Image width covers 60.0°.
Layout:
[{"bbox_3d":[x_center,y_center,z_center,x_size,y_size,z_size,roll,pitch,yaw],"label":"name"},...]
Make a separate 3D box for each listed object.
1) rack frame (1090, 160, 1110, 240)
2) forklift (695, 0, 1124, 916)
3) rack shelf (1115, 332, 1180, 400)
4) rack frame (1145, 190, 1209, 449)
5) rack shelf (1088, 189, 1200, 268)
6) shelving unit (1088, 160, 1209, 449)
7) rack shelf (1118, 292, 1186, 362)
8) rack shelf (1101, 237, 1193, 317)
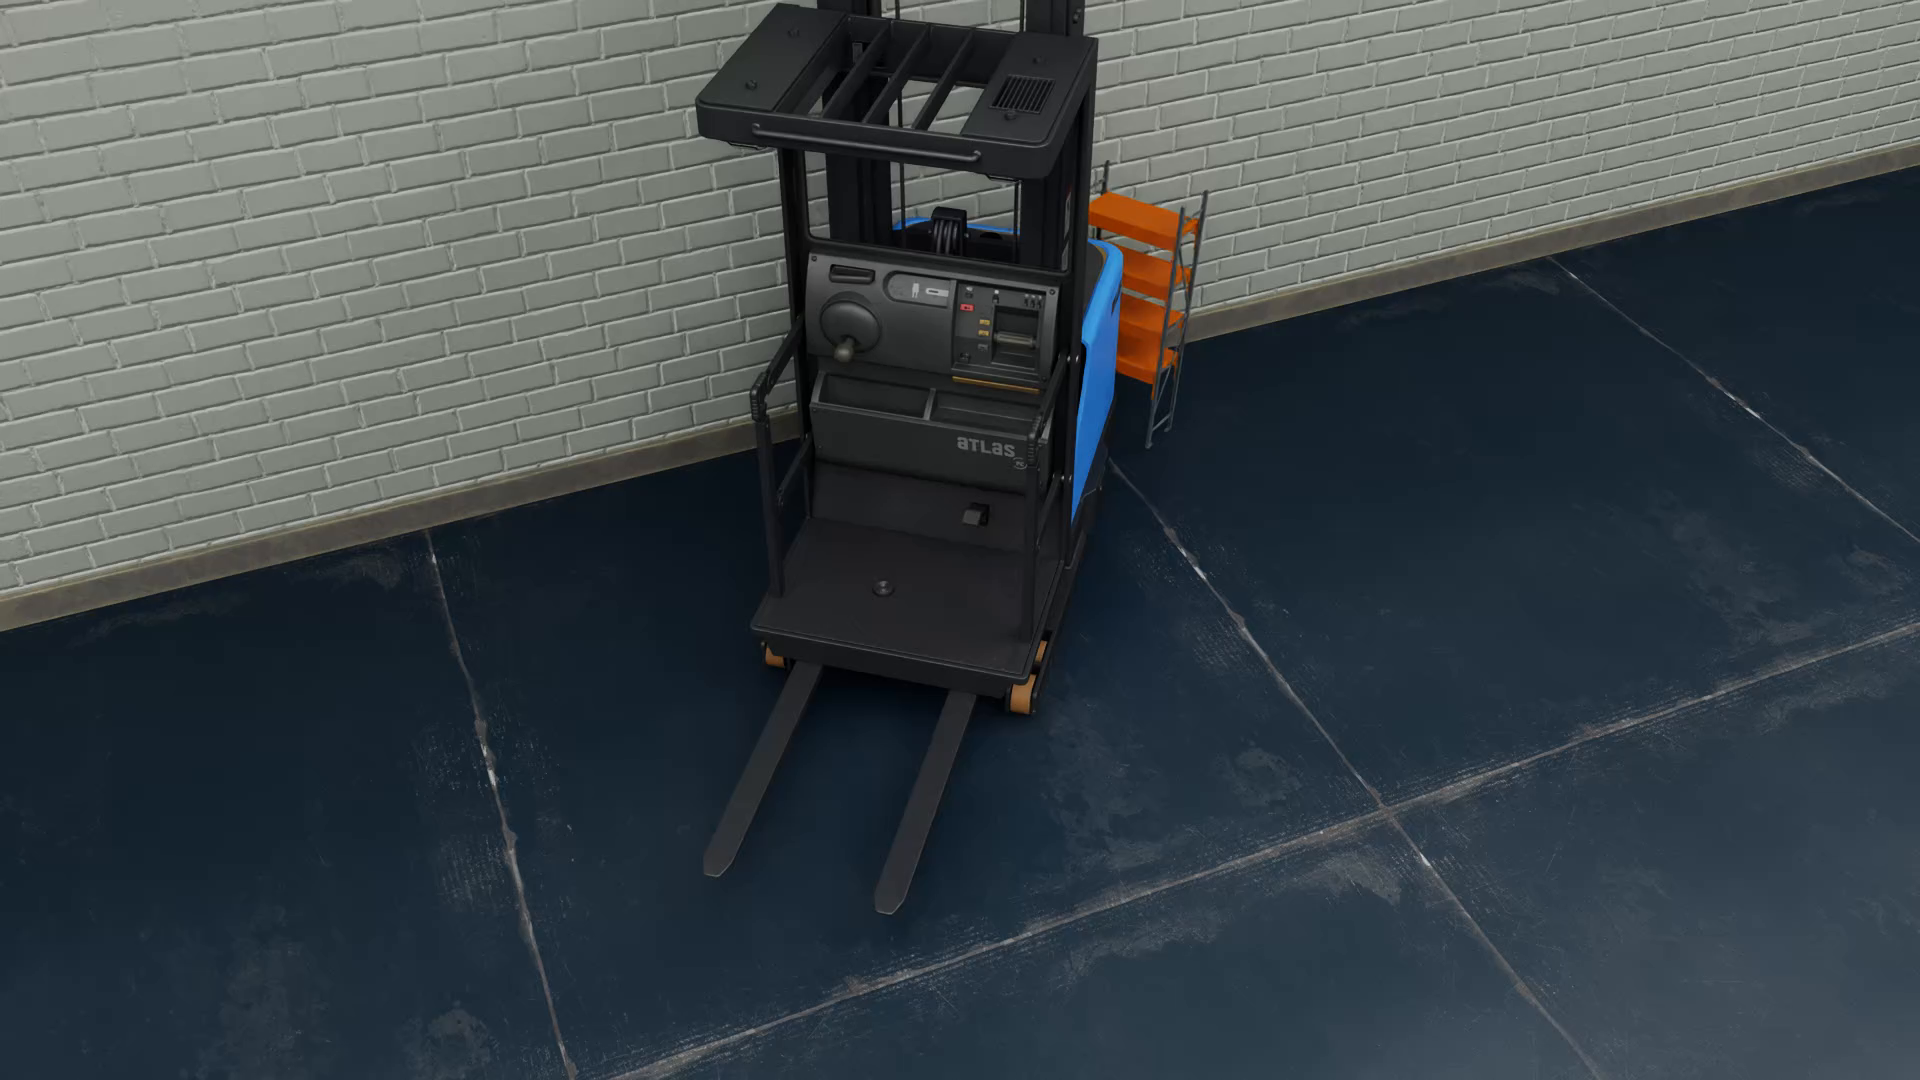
[{"bbox_3d":[0.558,-1.141,7.638,0.015,1.200,0.240,23,39,25],"label":"rack frame"},{"bbox_3d":[-0.159,-0.717,5.836,1.130,2.935,3.031,10,42,11],"label":"forklift"},{"bbox_3d":[0.745,-0.837,7.690,0.480,0.148,0.258,23,39,25],"label":"rack shelf"},{"bbox_3d":[0.965,-0.966,7.434,0.015,1.200,0.240,23,39,25],"label":"rack frame"},{"bbox_3d":[0.786,-1.373,7.309,0.480,0.148,0.258,23,39,25],"label":"rack shelf"},{"bbox_3d":[0.761,-1.054,7.536,0.503,1.200,0.258,23,39,25],"label":"shelving unit"},{"bbox_3d":[0.757,-0.999,7.575,0.480,0.148,0.258,23,39,25],"label":"rack shelf"},{"bbox_3d":[0.771,-1.181,7.446,0.480,0.148,0.258,23,39,25],"label":"rack shelf"}]
